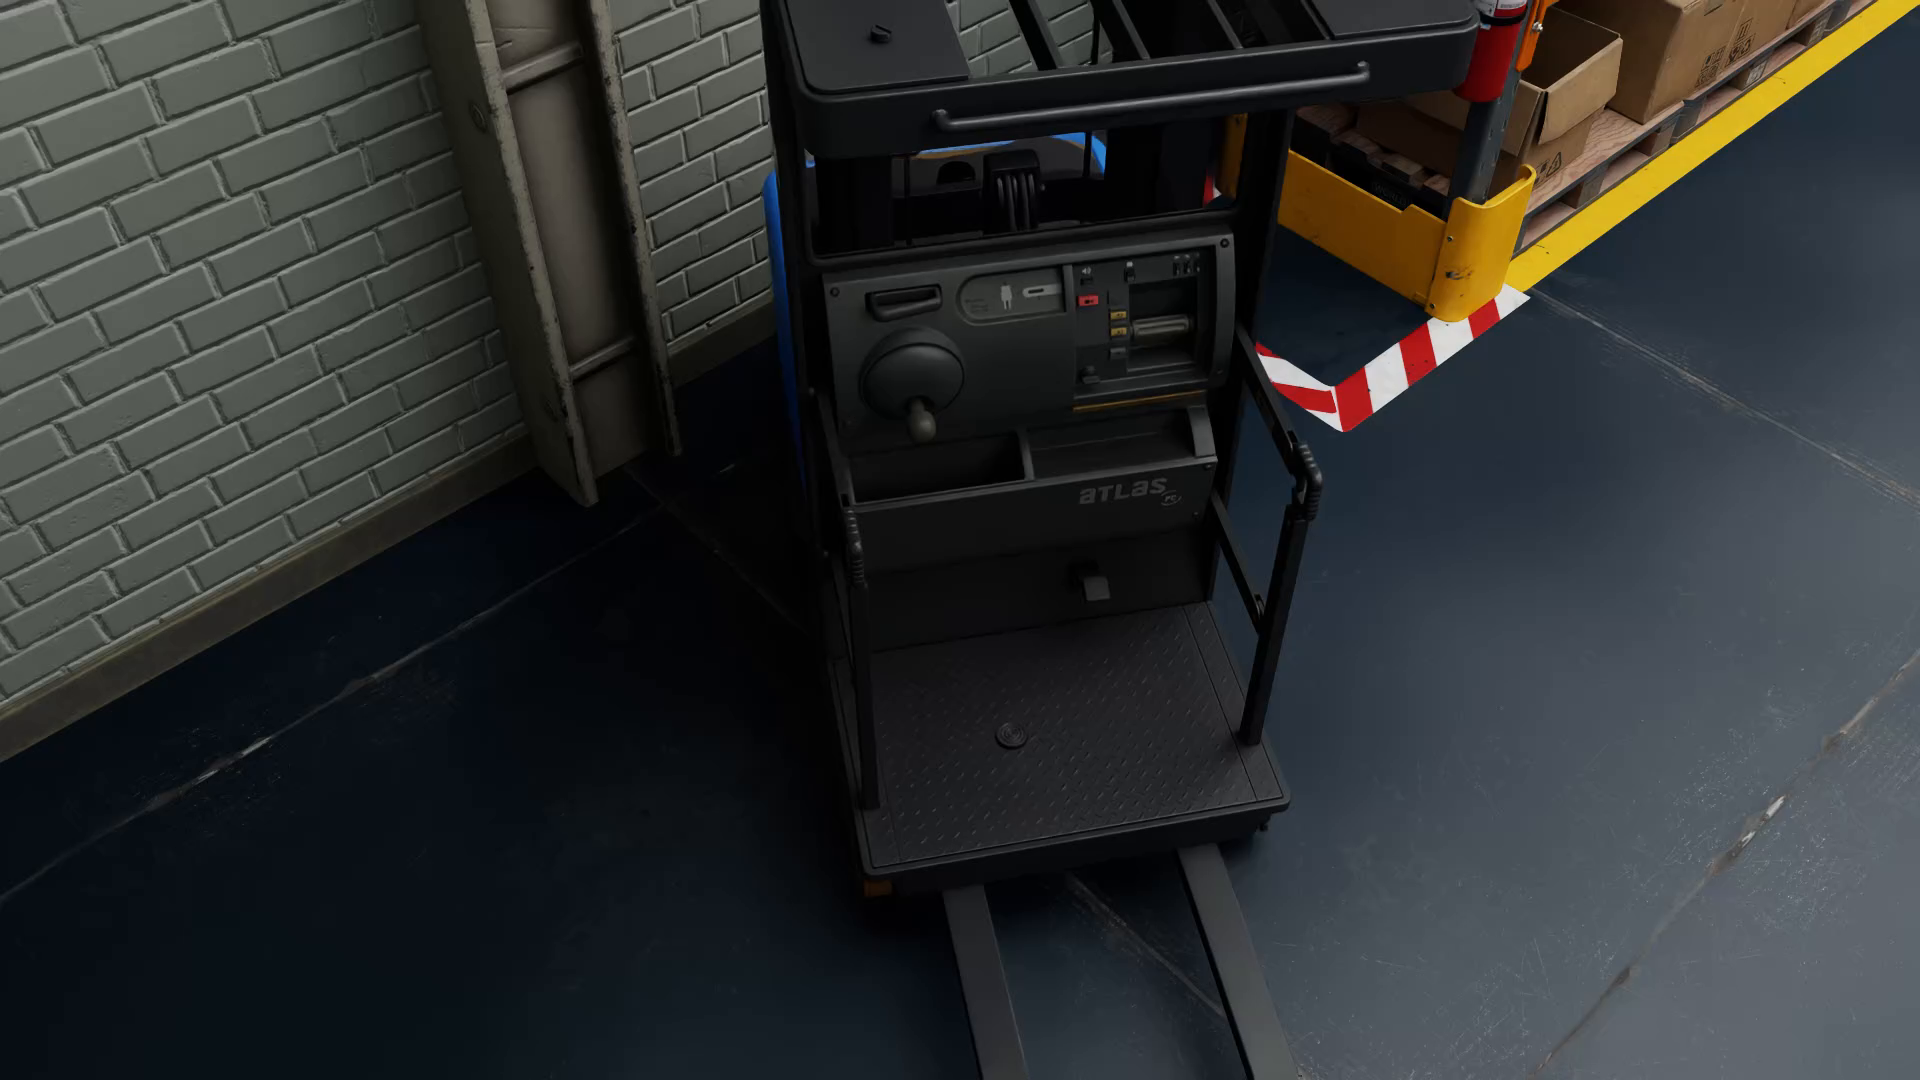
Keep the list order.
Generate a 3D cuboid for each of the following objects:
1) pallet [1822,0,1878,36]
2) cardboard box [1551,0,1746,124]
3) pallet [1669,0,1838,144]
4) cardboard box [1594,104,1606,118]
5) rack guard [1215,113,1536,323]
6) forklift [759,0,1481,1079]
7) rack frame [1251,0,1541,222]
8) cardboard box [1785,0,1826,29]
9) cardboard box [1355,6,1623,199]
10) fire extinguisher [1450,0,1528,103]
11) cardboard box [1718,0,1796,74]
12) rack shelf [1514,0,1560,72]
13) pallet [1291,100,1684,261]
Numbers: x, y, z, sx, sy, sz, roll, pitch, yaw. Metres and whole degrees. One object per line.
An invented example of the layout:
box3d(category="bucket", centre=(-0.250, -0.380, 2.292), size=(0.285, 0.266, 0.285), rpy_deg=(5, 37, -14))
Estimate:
box3d(category="pallet", centre=(3.890, -2.836, 7.723), size=(1.213, 0.211, 1.003), rpy_deg=(-34, 56, -27))
box3d(category="cardboard box", centre=(2.615, -2.090, 6.553), size=(0.500, 0.500, 0.700), rpy_deg=(-32, 55, -26))
box3d(category="pallet", centre=(2.987, -2.230, 7.164), size=(1.213, 0.211, 1.003), rpy_deg=(-34, 56, -27))
box3d(category="cardboard box", centre=(2.297, -1.758, 6.485), size=(0.250, 0.149, 0.380), rpy_deg=(-36, 57, -28))
box3d(category="rack guard", centre=(1.496, -1.333, 6.140), size=(0.348, 0.500, 1.175), rpy_deg=(-34, 56, -27))
box3d(category="forklift", centre=(0.209, -0.360, 3.588), size=(1.130, 2.935, 3.031), rpy_deg=(-8, 48, -8))
box3d(category="rack frame", centre=(1.440, -2.143, 5.186), size=(0.127, 3.000, 1.000), rpy_deg=(-34, 56, -27))
box3d(category="cardboard box", centre=(3.383, -2.603, 7.026), size=(0.500, 0.500, 0.700), rpy_deg=(-36, 57, -28))
box3d(category="cardboard box", centre=(1.956, -1.690, 6.181), size=(0.637, 0.503, 0.797), rpy_deg=(-36, 57, -28))
box3d(category="fire extinguisher", centre=(1.642, -1.666, 5.053), size=(0.183, 0.674, 0.296), rpy_deg=(-34, 56, -27))
box3d(category="cardboard box", centre=(3.073, -2.297, 6.744), size=(0.500, 0.500, 0.500), rpy_deg=(-33, 55, -27))
box3d(category="rack shelf", centre=(2.919, -2.888, 6.363), size=(4.000, 0.370, 1.077), rpy_deg=(-34, 56, -27))
box3d(category="pallet", centre=(2.085, -1.629, 6.610), size=(1.213, 0.211, 1.003), rpy_deg=(-34, 56, -27))
